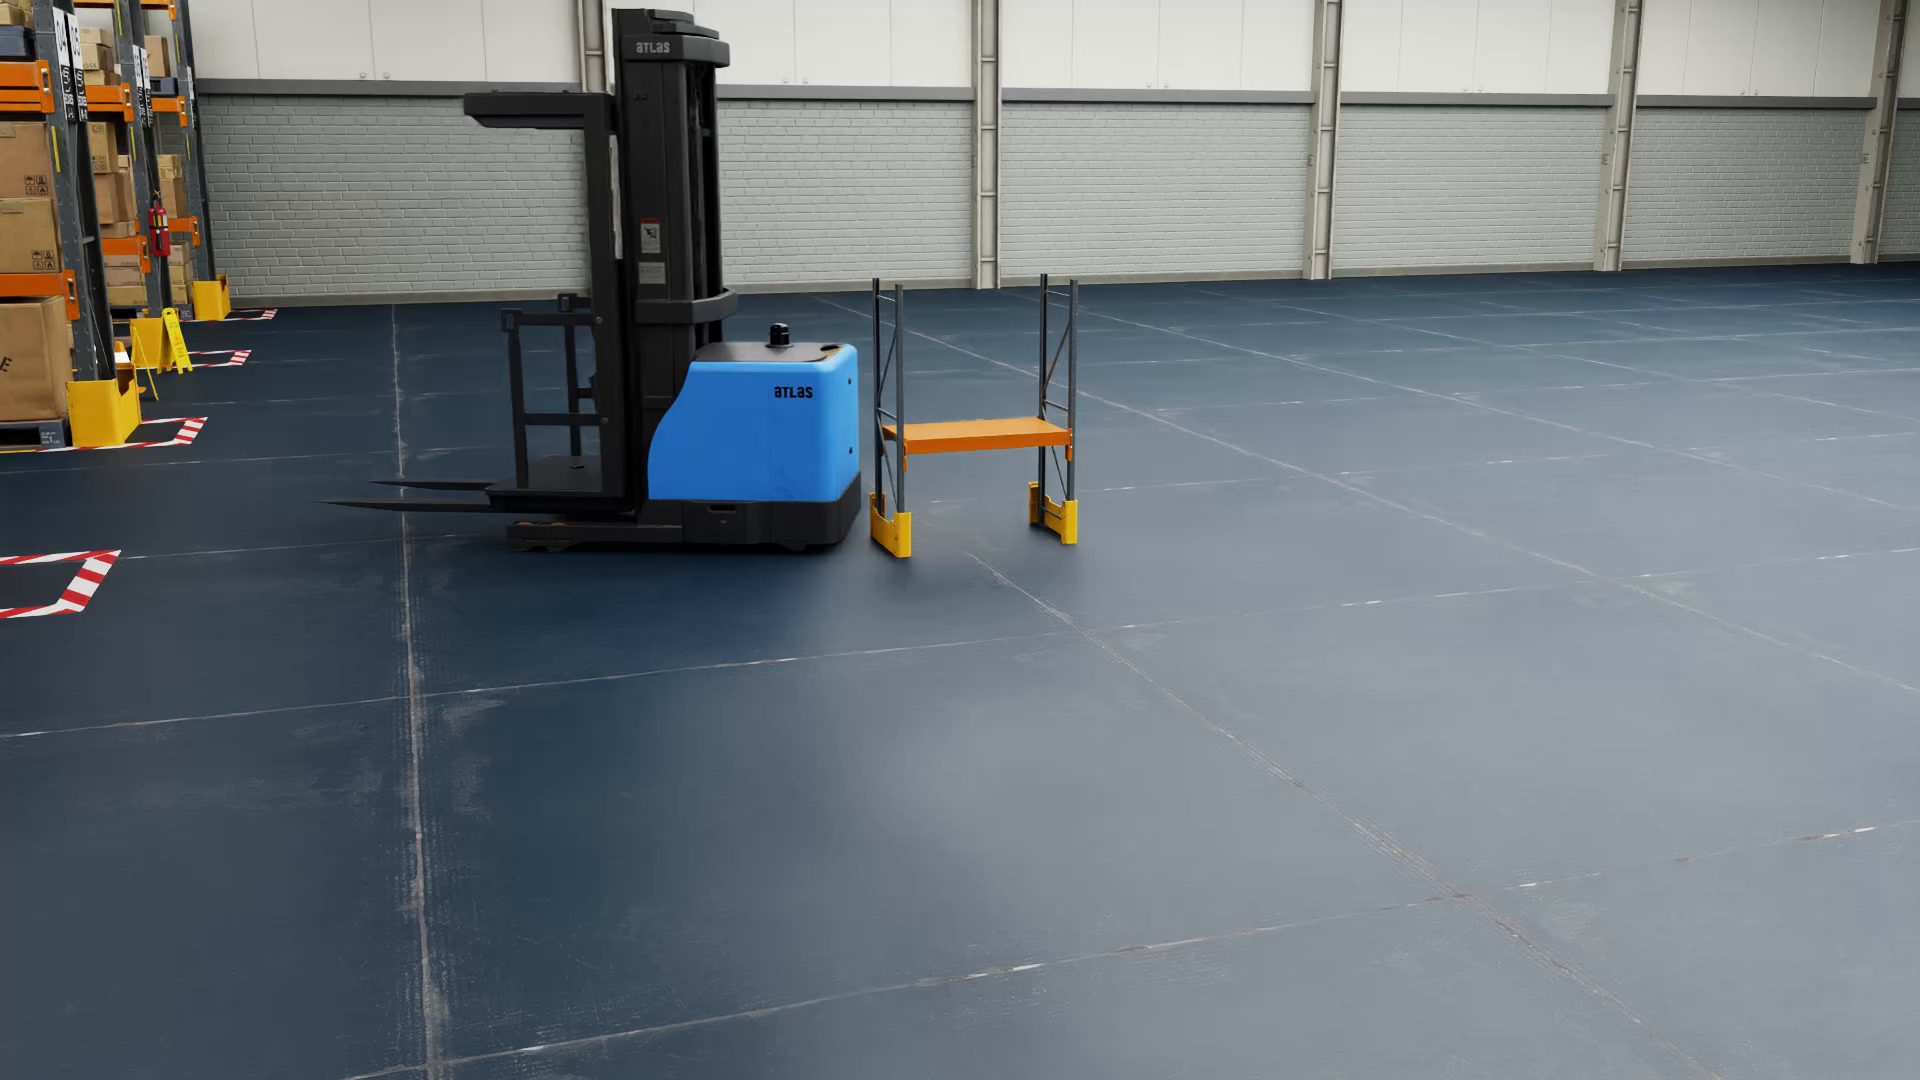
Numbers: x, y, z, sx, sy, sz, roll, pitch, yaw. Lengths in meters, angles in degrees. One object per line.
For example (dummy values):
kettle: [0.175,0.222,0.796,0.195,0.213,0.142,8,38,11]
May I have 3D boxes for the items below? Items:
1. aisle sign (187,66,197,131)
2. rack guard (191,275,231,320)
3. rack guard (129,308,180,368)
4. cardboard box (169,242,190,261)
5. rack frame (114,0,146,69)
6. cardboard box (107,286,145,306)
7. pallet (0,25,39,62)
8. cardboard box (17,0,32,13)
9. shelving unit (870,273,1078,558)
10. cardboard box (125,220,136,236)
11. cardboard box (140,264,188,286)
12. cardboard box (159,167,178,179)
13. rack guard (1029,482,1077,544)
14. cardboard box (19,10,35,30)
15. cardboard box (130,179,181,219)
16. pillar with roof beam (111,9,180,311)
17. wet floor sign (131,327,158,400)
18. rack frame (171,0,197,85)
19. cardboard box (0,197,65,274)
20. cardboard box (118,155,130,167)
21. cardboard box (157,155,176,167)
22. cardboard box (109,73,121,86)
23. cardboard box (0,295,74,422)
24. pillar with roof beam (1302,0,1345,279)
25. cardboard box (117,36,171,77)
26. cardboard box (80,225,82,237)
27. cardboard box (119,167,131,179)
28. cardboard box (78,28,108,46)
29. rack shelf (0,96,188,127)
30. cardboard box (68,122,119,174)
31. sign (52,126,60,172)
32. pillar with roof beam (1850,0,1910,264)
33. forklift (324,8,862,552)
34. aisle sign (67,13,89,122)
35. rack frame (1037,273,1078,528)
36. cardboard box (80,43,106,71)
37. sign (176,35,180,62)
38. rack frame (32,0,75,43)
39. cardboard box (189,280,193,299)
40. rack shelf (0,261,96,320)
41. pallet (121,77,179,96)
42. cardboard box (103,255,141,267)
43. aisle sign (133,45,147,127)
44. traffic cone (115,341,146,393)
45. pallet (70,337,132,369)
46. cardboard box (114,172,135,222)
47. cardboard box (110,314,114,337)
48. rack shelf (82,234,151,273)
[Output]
aisle sign: [-9.858,-5.663,21.351,0.004,0.787,0.394,-4,14,-18]
rack guard: [-9.992,-3.244,22.199,0.348,0.500,1.175,-4,14,-18]
rack guard: [-8.500,-2.148,17.592,0.348,0.500,1.175,-4,14,-18]
cardboard box: [-10.530,-3.817,22.082,0.500,0.250,0.500,-5,14,-19]
rack frame: [-8.428,-6.288,16.632,0.127,3.000,1.000,-4,14,-18]
cardboard box: [-10.833,-3.186,21.589,0.500,0.250,0.500,-4,14,-18]
pallet: [-7.453,-3.651,12.217,1.213,0.211,1.003,-4,14,-18]
cardboard box: [-7.292,-4.096,12.456,0.500,0.250,0.500,-4,14,-18]
shelving unit: [0.072,-0.735,9.493,1.083,1.500,0.587,-4,14,-18]
cardboard box: [-8.816,-3.268,17.441,0.250,0.149,0.380,-4,14,-18]
cardboard box: [-10.376,-3.463,21.675,0.500,0.250,0.500,-5,14,-19]
cardboard box: [-10.254,-4.735,21.450,0.250,0.149,0.380,-4,14,-17]
rack guard: [0.544,-0.164,9.792,0.087,0.250,0.587,-4,14,-18]
cardboard box: [-7.180,-3.926,12.605,0.250,0.149,0.380,-4,14,-18]
cardboard box: [-10.397,-4.413,21.496,0.500,0.500,0.500,-5,14,-19]
pillar with roof beam: [-9.589,-6.579,17.854,0.400,9.000,9.100,-4,14,-18]
wet floor sign: [-7.357,-1.582,14.901,0.232,0.644,0.267,-7,15,-28]
rack frame: [-10.014,-7.377,21.208,0.127,3.000,1.000,-4,14,-18]
cardboard box: [-7.090,-2.327,12.620,0.550,0.550,0.875,-4,14,-18]
cardboard box: [-10.750,-4.844,21.264,0.250,0.149,0.380,-4,14,-17]
cardboard box: [-10.287,-4.894,21.476,0.250,0.149,0.380,-4,14,-18]
cardboard box: [-8.846,-4.753,17.205,0.250,0.149,0.380,-4,14,-18]
cardboard box: [-7.375,-1.397,12.720,0.875,0.875,0.875,-4,14,-18]
pillar with roof beam: [7.471,-7.907,23.439,0.400,9.000,9.100,-4,14,-18]
cardboard box: [-10.356,-6.133,21.121,0.500,0.500,0.500,-4,14,-16]
cardboard box: [-8.919,-3.130,16.862,0.250,0.149,0.380,-5,14,-19]
cardboard box: [-10.752,-4.704,21.319,0.250,0.149,0.380,-4,14,-17]
cardboard box: [-8.654,-5.005,16.539,0.250,0.149,0.380,-4,14,-18]
rack shelf: [-11.910,-5.420,21.018,4.000,0.370,1.077,-4,14,-18]
cardboard box: [-8.842,-3.964,16.805,0.500,0.500,0.700,-5,14,-19]
sign: [-6.593,-2.850,12.128,0.005,0.325,0.100,-4,14,-18]
pillar with roof beam: [18.845,-8.793,27.162,0.400,9.000,9.100,-4,14,-18]
forklift: [-2.144,-1.478,9.522,3.031,2.935,1.130,1,13,4]
aisle sign: [-6.782,-3.627,12.792,0.004,0.787,0.394,-4,14,-18]
rack frame: [0.563,-0.773,9.653,0.032,1.500,0.500,-4,14,-18]
cardboard box: [-8.827,-4.804,16.555,0.500,0.250,0.500,-5,14,-19]
sign: [-9.854,-6.189,20.957,0.005,0.325,0.100,-4,14,-18]
rack frame: [-6.753,-5.210,12.100,0.127,3.000,1.000,-4,14,-18]
cardboard box: [-10.542,-3.331,22.200,0.500,0.250,0.500,-4,14,-18]
rack shelf: [-8.649,-1.794,12.257,4.000,0.370,1.077,-4,14,-18]
pallet: [-10.693,-5.828,21.370,1.213,0.211,1.003,-4,14,-18]
cardboard box: [-10.833,-3.670,21.462,0.500,0.250,0.500,-4,14,-17]
aisle sign: [-8.276,-4.575,16.778,0.004,0.787,0.394,-4,14,-18]
traffic cone: [-7.747,-1.602,15.379,0.334,0.463,0.336,-4,14,-18]
pallet: [-9.281,-1.955,17.406,1.213,0.211,1.003,-4,14,-18]
cardboard box: [-8.965,-3.589,17.389,0.500,0.500,0.500,-5,14,-19]
cardboard box: [-9.280,-2.237,17.601,0.500,0.250,0.500,-5,14,-19]
rack shelf: [-10.323,-2.872,16.789,4.000,0.370,1.077,-4,14,-18]
